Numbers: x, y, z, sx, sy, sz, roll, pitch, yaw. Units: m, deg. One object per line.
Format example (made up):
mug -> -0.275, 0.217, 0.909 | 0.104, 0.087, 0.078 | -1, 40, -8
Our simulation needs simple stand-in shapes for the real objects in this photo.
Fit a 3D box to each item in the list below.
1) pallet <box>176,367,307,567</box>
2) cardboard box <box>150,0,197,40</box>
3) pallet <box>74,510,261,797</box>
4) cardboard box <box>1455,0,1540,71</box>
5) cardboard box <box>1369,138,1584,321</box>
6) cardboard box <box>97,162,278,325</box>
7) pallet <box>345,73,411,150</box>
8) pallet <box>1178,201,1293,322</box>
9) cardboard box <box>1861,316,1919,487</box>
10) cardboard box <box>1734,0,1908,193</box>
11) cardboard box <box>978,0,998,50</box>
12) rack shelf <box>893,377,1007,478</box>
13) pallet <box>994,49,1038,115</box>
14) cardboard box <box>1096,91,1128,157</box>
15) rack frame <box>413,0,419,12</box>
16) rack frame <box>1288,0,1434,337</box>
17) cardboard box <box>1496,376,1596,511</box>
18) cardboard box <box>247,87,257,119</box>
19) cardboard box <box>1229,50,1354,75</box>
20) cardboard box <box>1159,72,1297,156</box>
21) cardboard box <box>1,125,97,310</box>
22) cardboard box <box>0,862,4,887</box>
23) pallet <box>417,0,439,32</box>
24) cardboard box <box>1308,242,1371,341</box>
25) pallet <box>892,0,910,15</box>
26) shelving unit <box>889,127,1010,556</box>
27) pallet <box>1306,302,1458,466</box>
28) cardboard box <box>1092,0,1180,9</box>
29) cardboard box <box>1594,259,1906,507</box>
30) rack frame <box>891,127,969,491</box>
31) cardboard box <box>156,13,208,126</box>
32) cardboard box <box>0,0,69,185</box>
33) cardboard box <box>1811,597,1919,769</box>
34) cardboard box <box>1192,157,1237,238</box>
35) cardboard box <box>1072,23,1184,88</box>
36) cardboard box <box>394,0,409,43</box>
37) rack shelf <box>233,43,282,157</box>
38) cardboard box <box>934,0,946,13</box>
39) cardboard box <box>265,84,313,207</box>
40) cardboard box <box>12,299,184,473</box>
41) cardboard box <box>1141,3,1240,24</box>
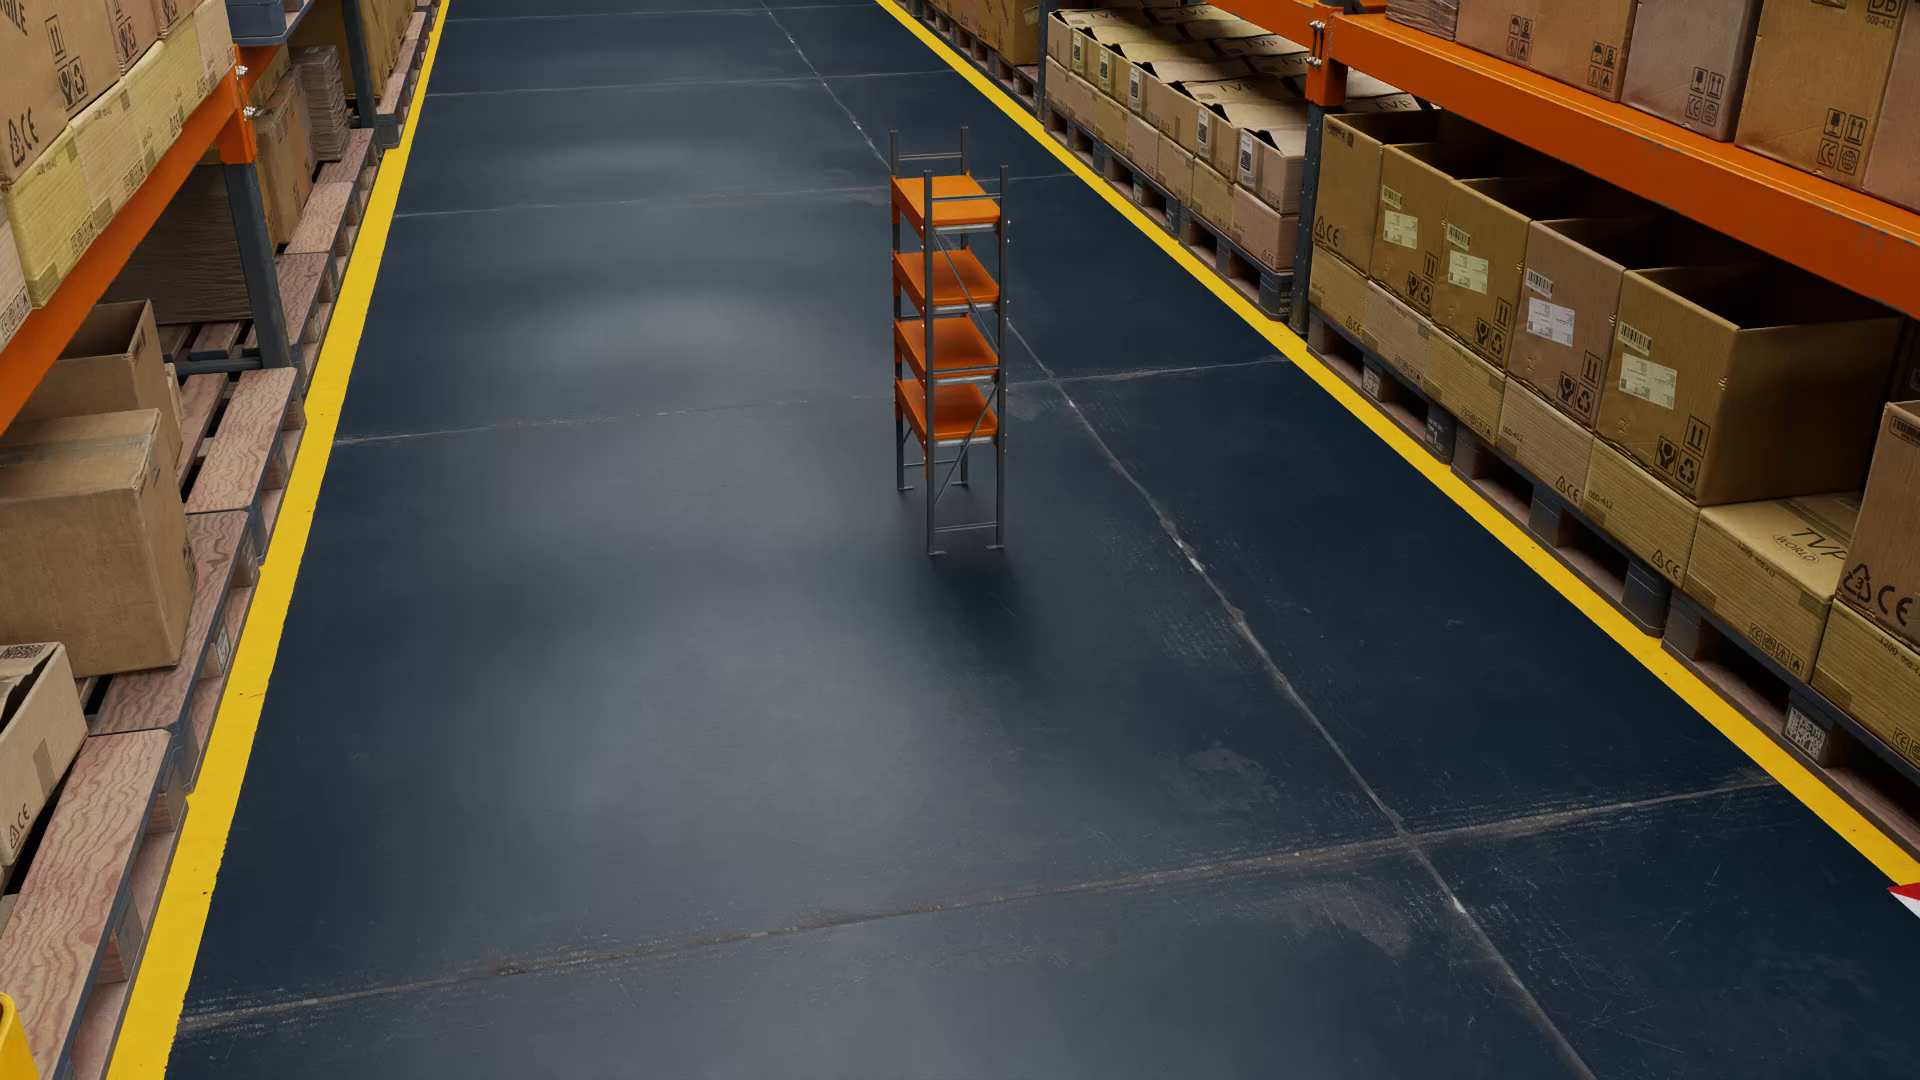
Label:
pallet -> -2.753, -0.221, 5.453 | 1.003, 0.211, 1.213 | -6, 27, -12
cardboard box -> -2.413, -1.639, 4.480 | 0.500, 0.500, 0.500 | -6, 27, -12
pallet -> -2.475, 0.316, 4.390 | 1.003, 0.211, 1.213 | -6, 27, -12
cardboard box -> 2.118, -1.881, 5.537 | 0.700, 0.500, 0.500 | -6, 27, -12
cardboard box -> 1.806, -1.102, 5.858 | 0.500, 0.500, 0.500 | -6, 27, -12
cardboard box -> -3.121, -1.159, 6.502 | 0.700, 0.500, 0.500 | -5, 27, -10
pallet -> -3.945, -2.622, 10.210 | 1.003, 0.211, 1.213 | -6, 27, -12
pallet -> 1.683, -1.336, 7.663 | 1.003, 0.211, 1.213 | -6, 27, -12
cardboard box -> 2.644, -0.496, 4.656 | 0.500, 0.500, 0.500 | -6, 27, -12
cardboard box -> 2.466, -1.205, 4.197 | 0.700, 0.500, 0.500 | -6, 27, -11
cardboard box -> 0.429, -3.712, 11.561 | 0.500, 0.500, 0.500 | -7, 28, -13
rack shelf -> -0.037, -0.371, 5.243 | 0.258, 0.148, 0.480 | -6, 27, -12
pallet -> 0.854, -3.104, 11.166 | 1.003, 0.211, 1.213 | -6, 27, -12
cardboard box -> 1.054, -2.269, 9.003 | 0.500, 0.250, 0.500 | -7, 28, -13
rack frame -> -4.742, -5.269, 12.360 | 1.000, 3.000, 0.127 | -6, 27, -12
rack frame -> 1.887, -2.261, 6.401 | 1.000, 3.000, 0.127 | -6, 27, -12
cardboard box -> 2.030, -0.328, 5.156 | 0.500, 0.250, 0.500 | -6, 27, -12
cardboard box -> -3.344, -1.914, 7.168 | 0.500, 0.250, 0.500 | -7, 28, -13
cardboard box -> 1.688, -2.353, 8.546 | 0.500, 0.311, 0.500 | -5, 27, -10
cardboard box -> 1.283, -2.067, 7.980 | 0.500, 0.311, 0.500 | -6, 27, -12
cardboard box -> -2.078, -0.640, 3.333 | 0.500, 0.250, 0.500 | -6, 27, -12
cardboard box -> -2.106, 0.690, 3.049 | 0.500, 0.311, 0.500 | -9, 28, -17
pallet -> -4.837, -4.366, 13.665 | 1.003, 0.211, 1.213 | -6, 27, -12
cardboard box -> 1.696, -0.987, 6.462 | 0.500, 0.250, 0.500 | -6, 27, -12
pallet -> -0.070, -4.830, 14.585 | 1.003, 0.211, 1.213 | -6, 27, -12
shelving unit -> -0.037, -0.608, 5.124 | 0.258, 1.200, 0.503 | -6, 27, -12
pallet -> 2.025, -0.663, 6.330 | 1.003, 0.211, 1.213 | -6, 27, -12
cardboard box -> 1.161, -3.327, 10.798 | 0.500, 0.500, 0.500 | -5, 27, -9
cardboard box -> 2.138, -0.443, 4.552 | 0.500, 0.500, 0.500 | -6, 27, -12
rack frame -> -0.092, -0.715, 5.336 | 0.240, 1.200, 0.015 | -6, 27, -12
cardboard box -> -2.433, -1.302, 4.645 | 0.500, 0.250, 0.500 | -6, 27, -11
cardboard box -> -2.064, -0.963, 3.141 | 0.500, 0.500, 0.500 | -7, 28, -13
cardboard box -> 2.379, 0.329, 3.854 | 0.500, 0.250, 0.500 | -6, 27, -12
cardboard box -> 1.398, -1.596, 7.669 | 0.500, 0.250, 0.500 | -6, 27, -12
cardboard box -> 0.944, -2.738, 9.309 | 0.500, 0.311, 0.500 | -7, 28, -13
cardboard box -> -4.265, -3.834, 11.438 | 0.750, 0.750, 0.750 | -5, 27, -10
rack shelf -> -3.390, -2.314, 7.303 | 1.077, 0.370, 4.000 | -6, 27, -12
cardboard box -> 0.086, -4.384, 12.892 | 0.500, 0.500, 0.500 | -6, 27, -11
cardboard box -> -3.485, -1.829, 7.831 | 0.700, 0.500, 0.500 | -6, 27, -12
cardboard box -> -2.666, -0.386, 4.971 | 0.500, 0.500, 0.500 | -8, 28, -15
cardboard box -> 1.343, -3.023, 9.873 | 0.500, 0.311, 0.500 | -5, 27, -10
